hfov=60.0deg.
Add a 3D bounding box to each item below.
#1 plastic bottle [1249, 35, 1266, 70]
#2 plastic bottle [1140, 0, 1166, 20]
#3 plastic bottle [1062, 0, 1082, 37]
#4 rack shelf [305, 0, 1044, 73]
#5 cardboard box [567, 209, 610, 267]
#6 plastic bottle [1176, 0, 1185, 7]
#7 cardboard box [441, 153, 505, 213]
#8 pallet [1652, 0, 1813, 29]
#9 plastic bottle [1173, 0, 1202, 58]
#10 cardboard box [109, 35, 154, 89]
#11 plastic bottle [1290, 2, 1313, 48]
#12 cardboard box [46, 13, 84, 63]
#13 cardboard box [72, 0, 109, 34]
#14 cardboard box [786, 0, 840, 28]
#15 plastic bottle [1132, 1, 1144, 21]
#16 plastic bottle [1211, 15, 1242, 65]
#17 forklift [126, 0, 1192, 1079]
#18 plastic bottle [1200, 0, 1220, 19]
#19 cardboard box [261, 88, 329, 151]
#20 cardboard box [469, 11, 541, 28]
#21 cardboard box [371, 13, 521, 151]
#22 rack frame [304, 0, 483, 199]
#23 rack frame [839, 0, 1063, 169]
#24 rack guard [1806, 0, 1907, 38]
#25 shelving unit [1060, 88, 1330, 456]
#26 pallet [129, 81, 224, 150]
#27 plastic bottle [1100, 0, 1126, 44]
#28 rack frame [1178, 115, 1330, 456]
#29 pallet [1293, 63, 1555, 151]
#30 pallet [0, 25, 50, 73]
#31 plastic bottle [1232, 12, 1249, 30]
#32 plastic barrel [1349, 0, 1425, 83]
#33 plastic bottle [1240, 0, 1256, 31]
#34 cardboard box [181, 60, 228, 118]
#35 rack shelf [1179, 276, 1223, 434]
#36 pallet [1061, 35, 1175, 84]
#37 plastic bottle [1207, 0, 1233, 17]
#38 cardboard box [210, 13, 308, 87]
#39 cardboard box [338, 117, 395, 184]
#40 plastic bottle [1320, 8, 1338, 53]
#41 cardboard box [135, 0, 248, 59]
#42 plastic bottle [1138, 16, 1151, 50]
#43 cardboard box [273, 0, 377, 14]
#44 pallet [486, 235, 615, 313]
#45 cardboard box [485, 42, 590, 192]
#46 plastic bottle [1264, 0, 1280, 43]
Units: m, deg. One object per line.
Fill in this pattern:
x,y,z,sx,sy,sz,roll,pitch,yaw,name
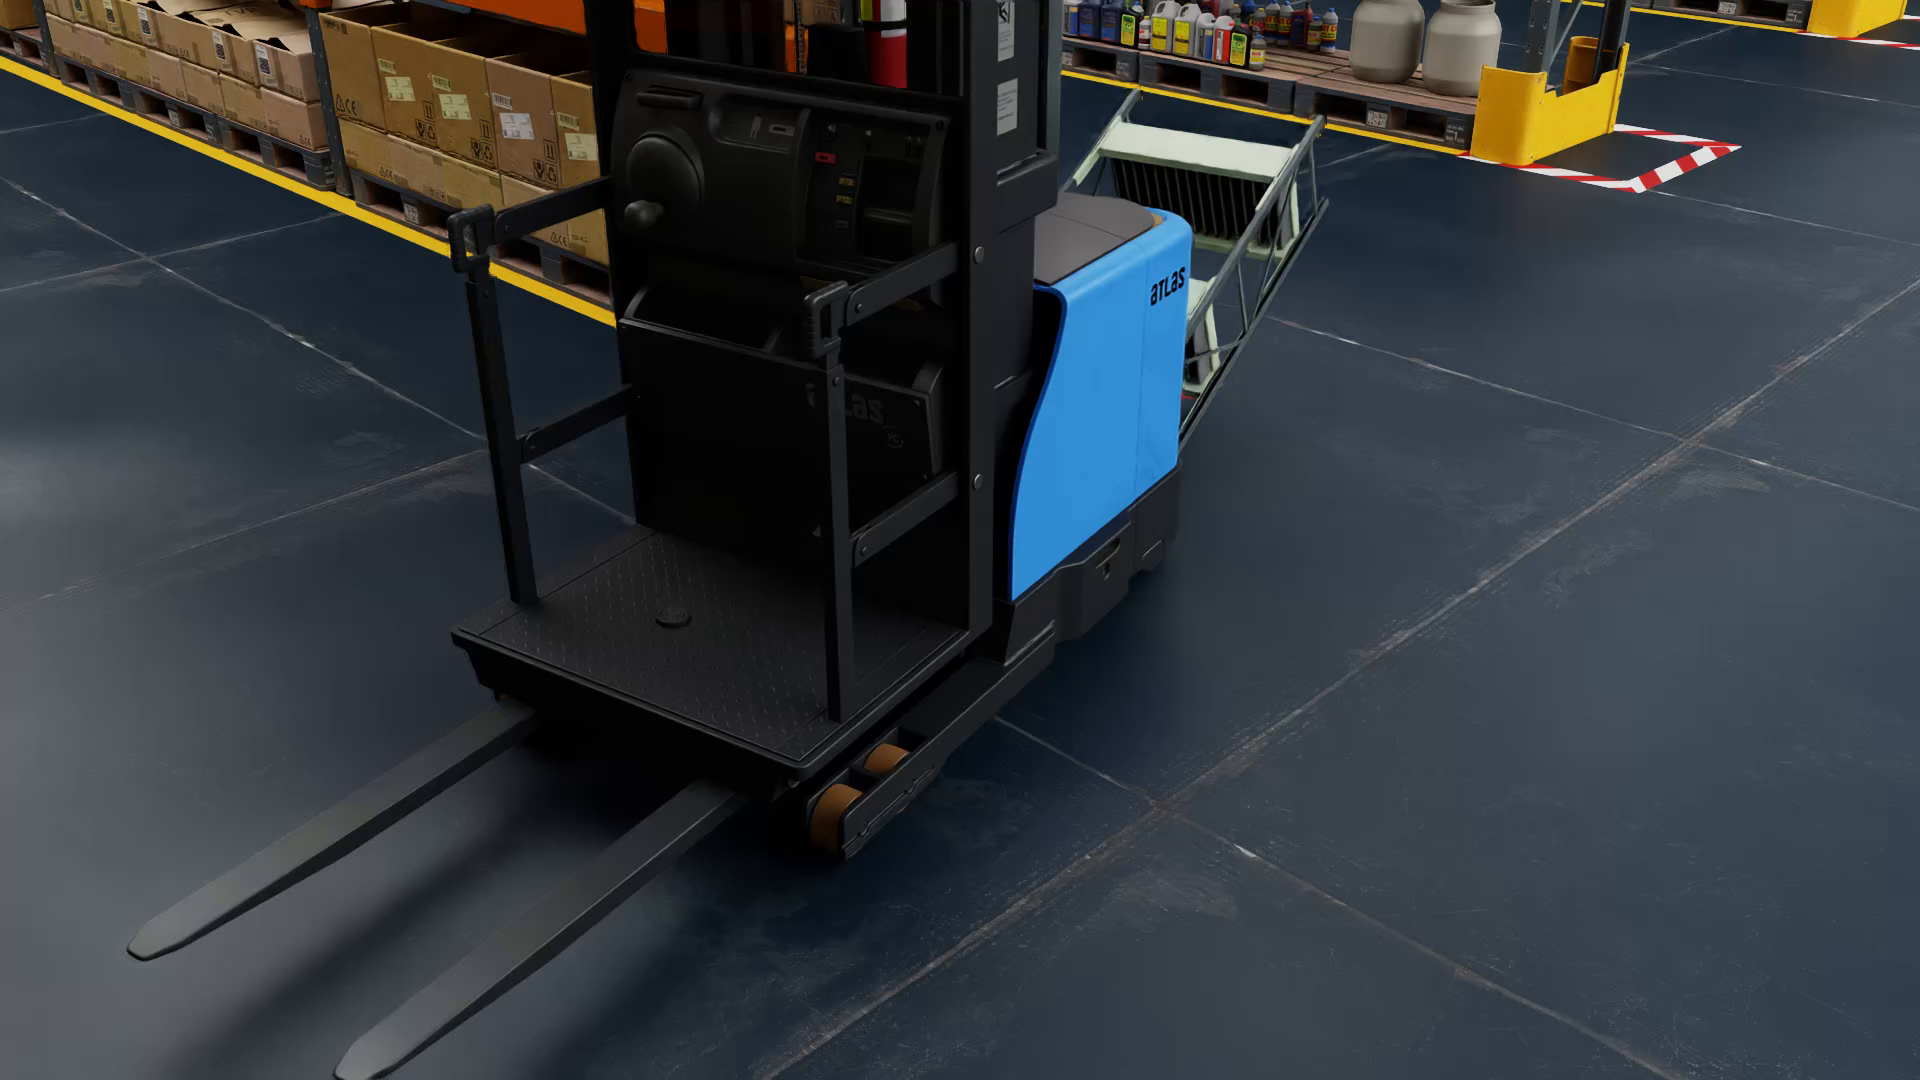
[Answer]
1.848,-3.030,10.323,0.097,0.201,0.097,0,28,0,plastic bottle
1.325,-3.680,11.479,0.135,0.276,0.152,25,36,38,plastic bottle
0.783,-3.569,11.268,0.152,0.276,0.135,-24,36,-37,plastic bottle
-1.436,-2.312,7.196,4.000,0.370,1.077,25,36,38,rack shelf
-1.322,-1.345,7.088,0.500,0.250,0.500,25,36,38,cardboard box
1.557,-3.701,11.512,0.061,0.283,0.133,-22,35,-36,plastic bottle
-2.038,-1.670,7.706,0.500,0.250,0.500,25,36,38,cardboard box
6.329,-4.331,13.260,1.213,0.211,1.003,25,36,38,pallet
1.468,-3.285,10.649,0.144,0.351,0.185,-24,36,-37,plastic bottle
-4.813,-2.957,10.154,0.500,0.250,0.500,23,36,37,cardboard box
2.242,-3.387,10.915,0.061,0.283,0.133,-25,36,-38,plastic bottle
-5.547,-3.288,10.784,0.500,0.250,0.500,24,36,38,cardboard box
-5.167,-3.368,10.333,0.500,0.311,0.500,24,36,37,cardboard box
-0.334,-2.178,6.062,0.500,0.500,0.700,25,36,38,cardboard box
1.163,-3.414,10.979,0.097,0.271,0.097,0,28,0,plastic bottle
1.688,-3.154,10.480,0.135,0.276,0.152,25,37,39,plastic bottle
-0.541,-0.812,3.645,1.130,2.935,3.031,16,32,28,forklift
1.680,-3.545,11.215,0.133,0.283,0.061,25,36,38,plastic bottle
-3.361,-2.291,8.886,0.500,0.250,0.500,24,36,38,cardboard box
-2.030,-2.338,8.170,0.500,0.500,0.500,25,36,38,cardboard box
-2.389,-2.168,7.847,0.500,0.500,0.500,25,36,38,cardboard box
-2.862,-3.283,8.270,0.127,3.000,1.000,25,36,38,rack frame
-0.010,-1.977,5.788,0.127,3.000,1.000,25,36,38,rack frame
6.884,-4.182,12.667,0.348,0.500,1.175,25,36,38,rack guard
0.654,-0.933,5.880,0.755,0.431,1.500,17,57,28,shelving unit
-4.289,-2.674,10.109,1.213,0.211,1.003,25,36,38,pallet
1.032,-3.485,11.028,0.185,0.351,0.144,23,35,36,plastic bottle
0.965,-0.839,5.709,0.023,0.400,1.500,17,57,28,rack frame
2.803,-2.662,10.086,1.213,0.211,1.003,25,36,38,pallet
-6.221,-3.610,11.888,1.213,0.211,1.003,25,36,38,pallet
1.762,-3.193,10.546,0.133,0.283,0.061,25,36,38,plastic bottle
2.585,-3.058,10.064,0.421,0.512,0.421,0,28,0,plastic barrel
1.931,-3.513,11.166,0.097,0.271,0.097,0,28,0,plastic bottle
-4.086,-2.623,9.519,0.500,0.250,0.500,-24,36,-38,cardboard box
0.496,-0.695,5.722,0.720,0.431,0.370,17,57,28,rack shelf
1.063,-3.458,11.600,1.213,0.211,1.003,25,36,38,pallet
1.755,-3.578,11.285,0.152,0.276,0.135,-25,36,-38,plastic bottle
-3.728,-2.704,9.071,0.500,0.311,0.500,-24,36,-38,cardboard box
-2.744,-2.000,8.333,0.500,0.250,0.500,25,36,38,cardboard box
2.391,-3.302,10.766,0.097,0.271,0.097,0,28,0,plastic bottle
-4.438,-3.033,9.696,0.500,0.311,0.500,24,36,38,cardboard box
1.218,-3.319,10.872,0.097,0.201,0.097,0,28,0,plastic bottle
-3.706,-3.051,9.730,0.500,0.311,0.500,23,36,37,cardboard box
-1.450,-1.377,7.642,1.213,0.211,1.003,25,36,38,pallet
-1.680,-1.839,7.223,0.500,0.500,0.500,25,36,38,cardboard box
2.075,-3.447,11.041,0.097,0.271,0.097,0,28,0,plastic bottle
